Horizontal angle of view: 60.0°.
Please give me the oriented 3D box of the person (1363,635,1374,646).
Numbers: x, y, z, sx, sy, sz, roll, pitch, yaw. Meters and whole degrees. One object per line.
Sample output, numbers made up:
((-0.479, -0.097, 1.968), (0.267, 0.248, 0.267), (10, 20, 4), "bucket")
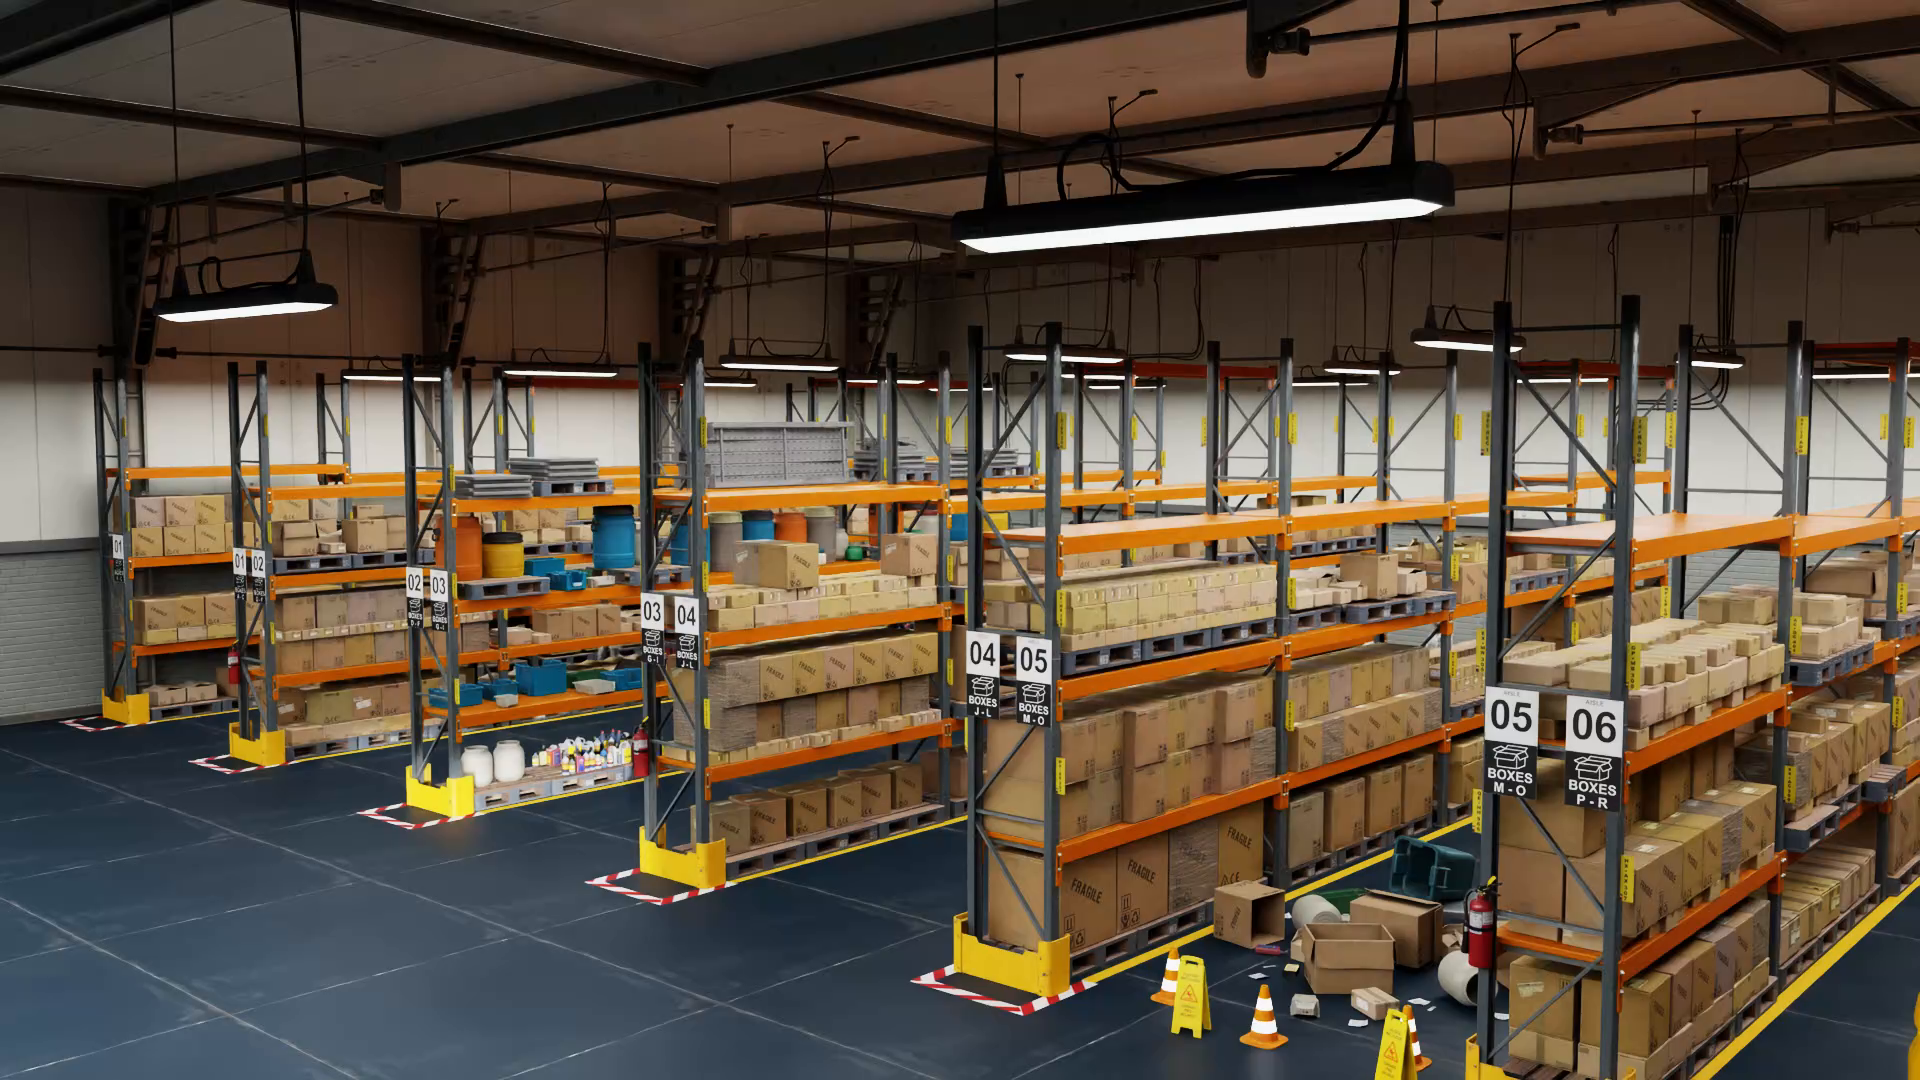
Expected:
((6.805, 2.305, 27.216), (0.574, 1.811, 0.401), (1, 4, 13), "person")

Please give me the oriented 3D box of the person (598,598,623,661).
((-6.836, 1.892, 32.699), (0.669, 1.762, 0.753), (2, 5, 26), "person")

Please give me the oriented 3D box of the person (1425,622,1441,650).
((8.459, 2.166, 29.434), (0.531, 1.622, 1.049), (4, 6, 41), "person")
